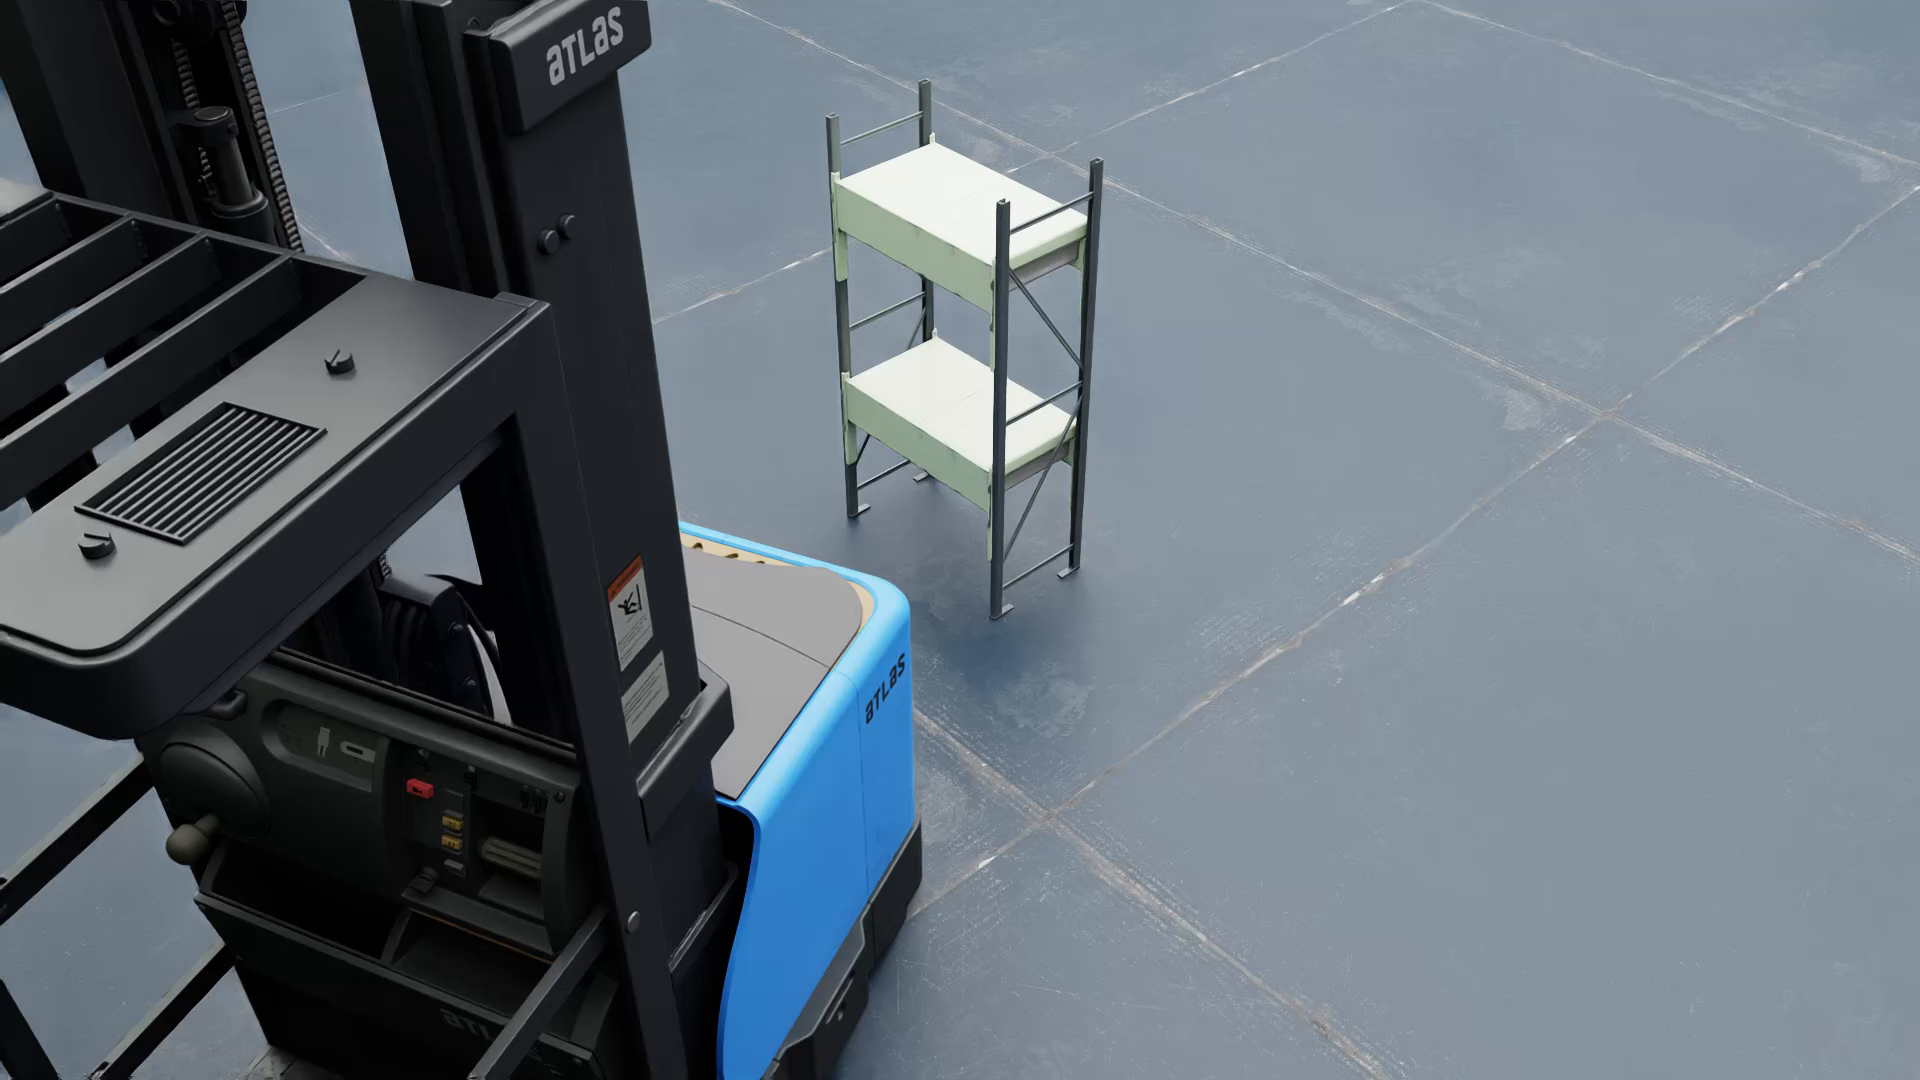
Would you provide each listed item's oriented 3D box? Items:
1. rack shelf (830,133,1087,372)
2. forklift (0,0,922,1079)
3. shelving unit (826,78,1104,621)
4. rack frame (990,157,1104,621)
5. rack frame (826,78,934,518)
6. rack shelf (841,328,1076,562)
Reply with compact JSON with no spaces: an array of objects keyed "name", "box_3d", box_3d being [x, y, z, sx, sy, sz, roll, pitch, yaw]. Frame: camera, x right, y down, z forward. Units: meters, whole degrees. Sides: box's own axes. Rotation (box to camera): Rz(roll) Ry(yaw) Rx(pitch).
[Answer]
[{"name":"rack shelf","box_3d":[0.005,-0.884,5.030,0.431,0.370,0.720,-30,48,-32]},{"name":"forklift","box_3d":[-1.153,0.530,2.761,1.130,2.935,3.031,15,41,18]},{"name":"shelving unit","box_3d":[0.005,-0.580,5.275,0.431,1.500,0.755,-30,48,-32]},{"name":"rack frame","box_3d":[0.252,-0.411,5.065,0.400,1.500,0.023,-30,48,-32]},{"name":"rack frame","box_3d":[-0.243,-0.750,5.485,0.400,1.500,0.023,-30,48,-32]},{"name":"rack shelf","box_3d":[0.005,-0.327,5.480,0.431,0.370,0.720,-30,48,-32]}]
